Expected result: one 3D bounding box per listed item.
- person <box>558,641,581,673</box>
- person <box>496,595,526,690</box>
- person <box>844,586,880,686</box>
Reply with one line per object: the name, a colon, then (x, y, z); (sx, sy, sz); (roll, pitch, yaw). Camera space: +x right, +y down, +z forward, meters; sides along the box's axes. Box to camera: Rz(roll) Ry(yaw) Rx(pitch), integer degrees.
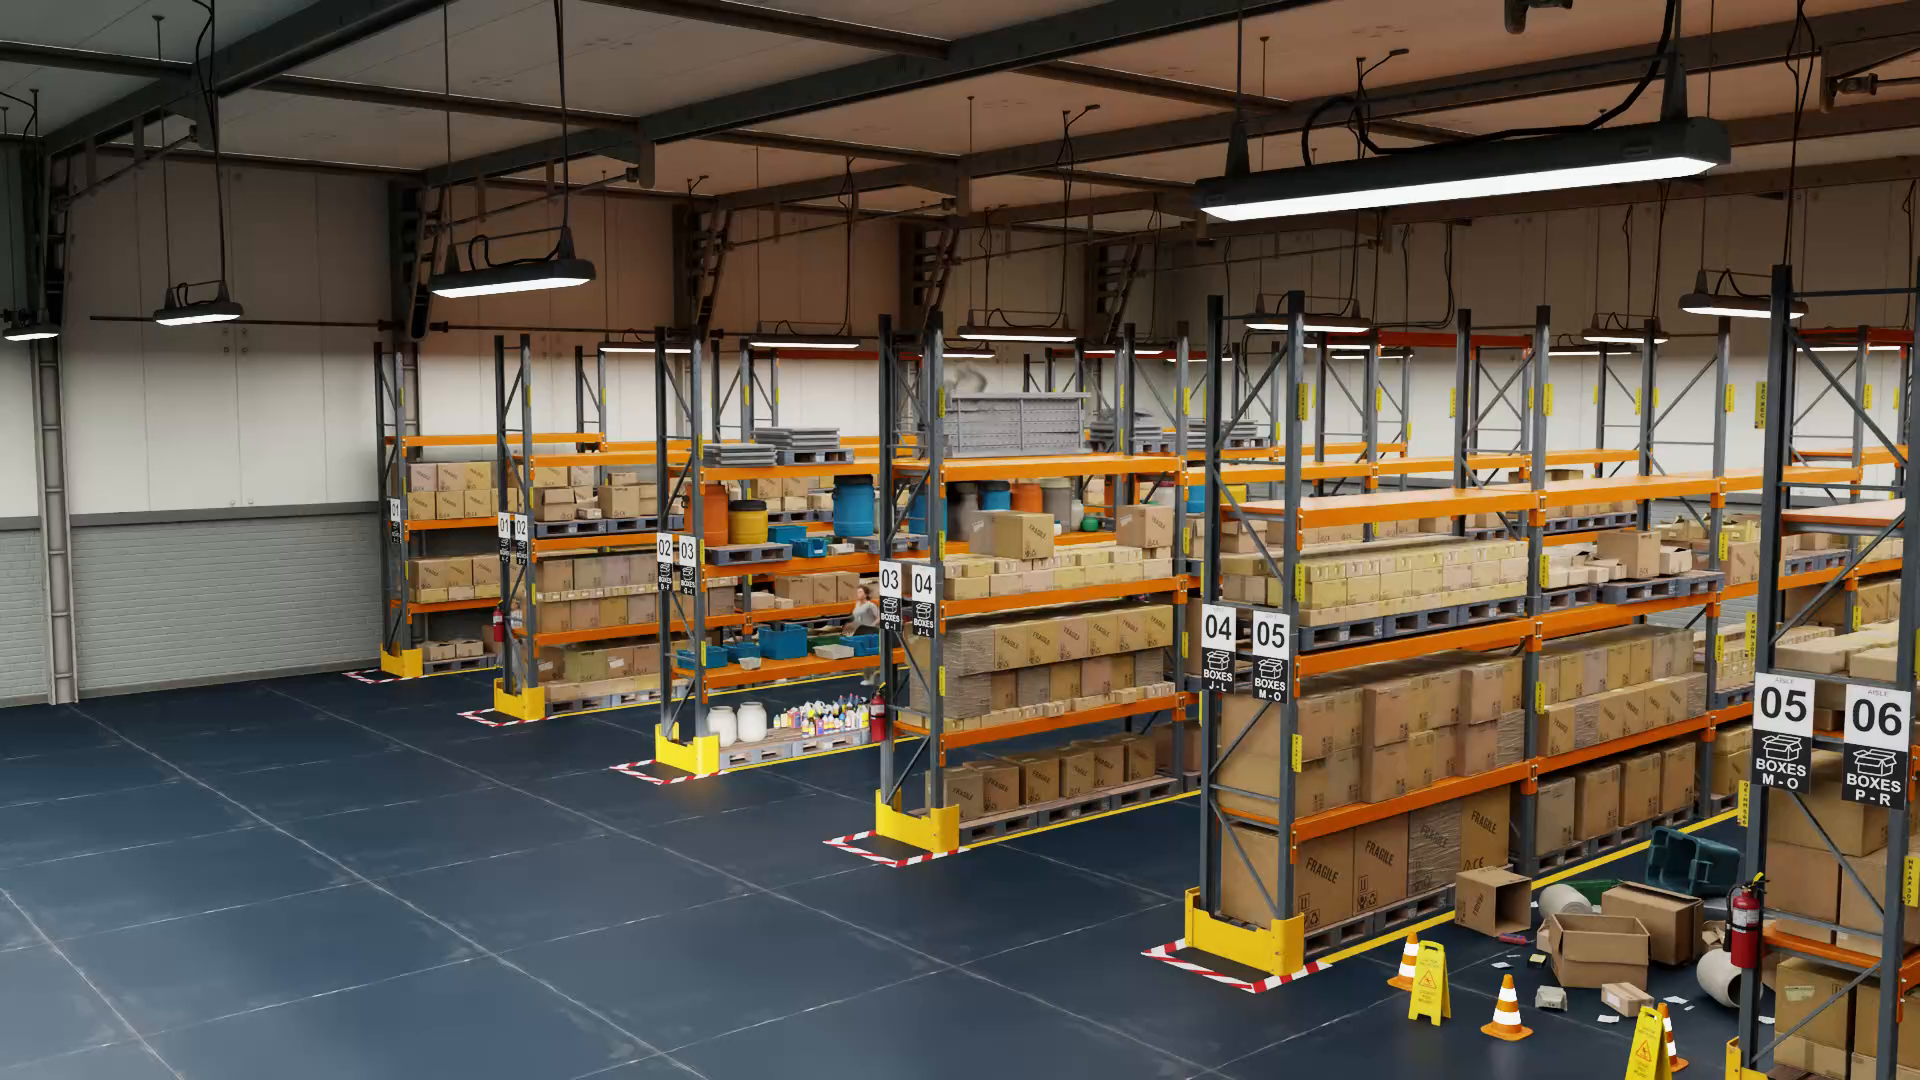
person: (-6.751, 1.577, 29.205); (0.510, 1.585, 0.662); (4, 7, 37)
person: (-7.608, 1.749, 28.329); (0.670, 1.657, 0.525); (5, 7, 41)
person: (-1.613, 1.575, 27.265); (0.529, 1.648, 0.539); (-5, 7, -42)
